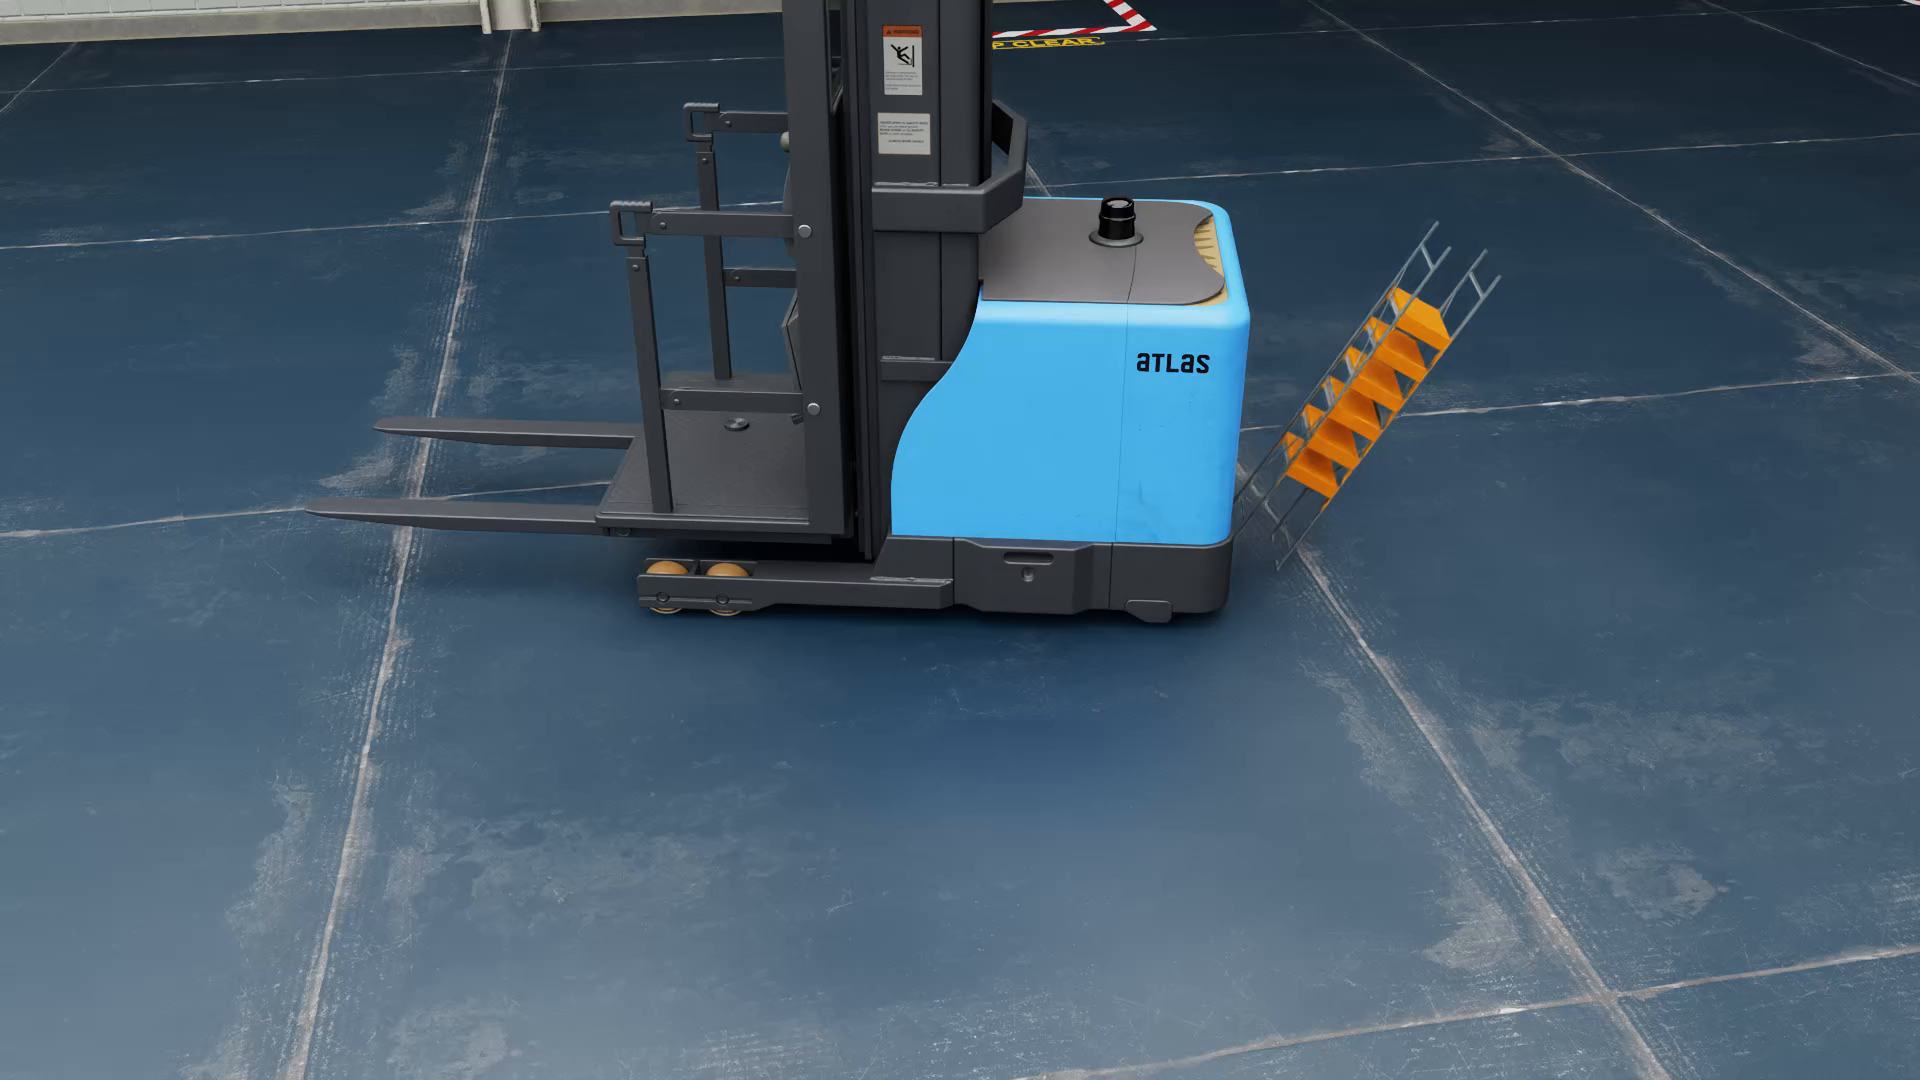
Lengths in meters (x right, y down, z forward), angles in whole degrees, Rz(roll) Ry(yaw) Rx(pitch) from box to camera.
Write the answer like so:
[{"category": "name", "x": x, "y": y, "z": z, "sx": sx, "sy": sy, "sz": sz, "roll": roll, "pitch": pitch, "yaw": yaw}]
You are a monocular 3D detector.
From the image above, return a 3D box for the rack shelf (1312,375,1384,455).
[{"category": "rack shelf", "x": 1.253, "y": -0.413, "z": 5.393, "sx": 0.180, "sy": 0.103, "sz": 0.258, "roll": 27, "pitch": 29, "yaw": -10}]

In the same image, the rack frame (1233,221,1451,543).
[{"category": "rack frame", "x": 1.193, "y": -0.486, "z": 5.356, "sx": 0.006, "sy": 1.200, "sz": 0.240, "roll": 27, "pitch": 29, "yaw": -10}]

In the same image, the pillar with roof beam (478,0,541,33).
[{"category": "pillar with roof beam", "x": -2.478, "y": -5.462, "z": 6.161, "sx": 0.400, "sy": 9.000, "sz": 9.100, "roll": -5, "pitch": 31, "yaw": -9}]

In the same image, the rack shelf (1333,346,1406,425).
[{"category": "rack shelf", "x": 1.309, "y": -0.502, "z": 5.336, "sx": 0.180, "sy": 0.103, "sz": 0.258, "roll": 27, "pitch": 29, "yaw": -10}]

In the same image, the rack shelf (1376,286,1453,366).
[{"category": "rack shelf", "x": 1.422, "y": -0.680, "z": 5.221, "sx": 0.180, "sy": 0.103, "sz": 0.258, "roll": 27, "pitch": 29, "yaw": -10}]

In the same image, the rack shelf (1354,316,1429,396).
[{"category": "rack shelf", "x": 1.365, "y": -0.591, "z": 5.278, "sx": 0.180, "sy": 0.103, "sz": 0.258, "roll": 27, "pitch": 29, "yaw": -10}]

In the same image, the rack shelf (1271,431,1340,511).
[{"category": "rack shelf", "x": 1.140, "y": -0.235, "z": 5.508, "sx": 0.180, "sy": 0.103, "sz": 0.258, "roll": 27, "pitch": 29, "yaw": -10}]

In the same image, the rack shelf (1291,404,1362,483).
[{"category": "rack shelf", "x": 1.196, "y": -0.324, "z": 5.451, "sx": 0.180, "sy": 0.103, "sz": 0.258, "roll": 27, "pitch": 29, "yaw": -10}]

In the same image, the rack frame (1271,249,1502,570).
[{"category": "rack frame", "x": 1.354, "y": -0.406, "z": 5.388, "sx": 0.006, "sy": 1.200, "sz": 0.240, "roll": 27, "pitch": 29, "yaw": -10}]

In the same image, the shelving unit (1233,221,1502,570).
[{"category": "shelving unit", "x": 1.274, "y": -0.446, "z": 5.372, "sx": 0.189, "sy": 1.200, "sz": 0.258, "roll": 27, "pitch": 29, "yaw": -10}]

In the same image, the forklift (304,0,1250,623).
[{"category": "forklift", "x": -0.629, "y": -1.285, "z": 5.044, "sx": 3.031, "sy": 2.935, "sz": 1.130, "roll": 2, "pitch": 31, "yaw": 3}]
